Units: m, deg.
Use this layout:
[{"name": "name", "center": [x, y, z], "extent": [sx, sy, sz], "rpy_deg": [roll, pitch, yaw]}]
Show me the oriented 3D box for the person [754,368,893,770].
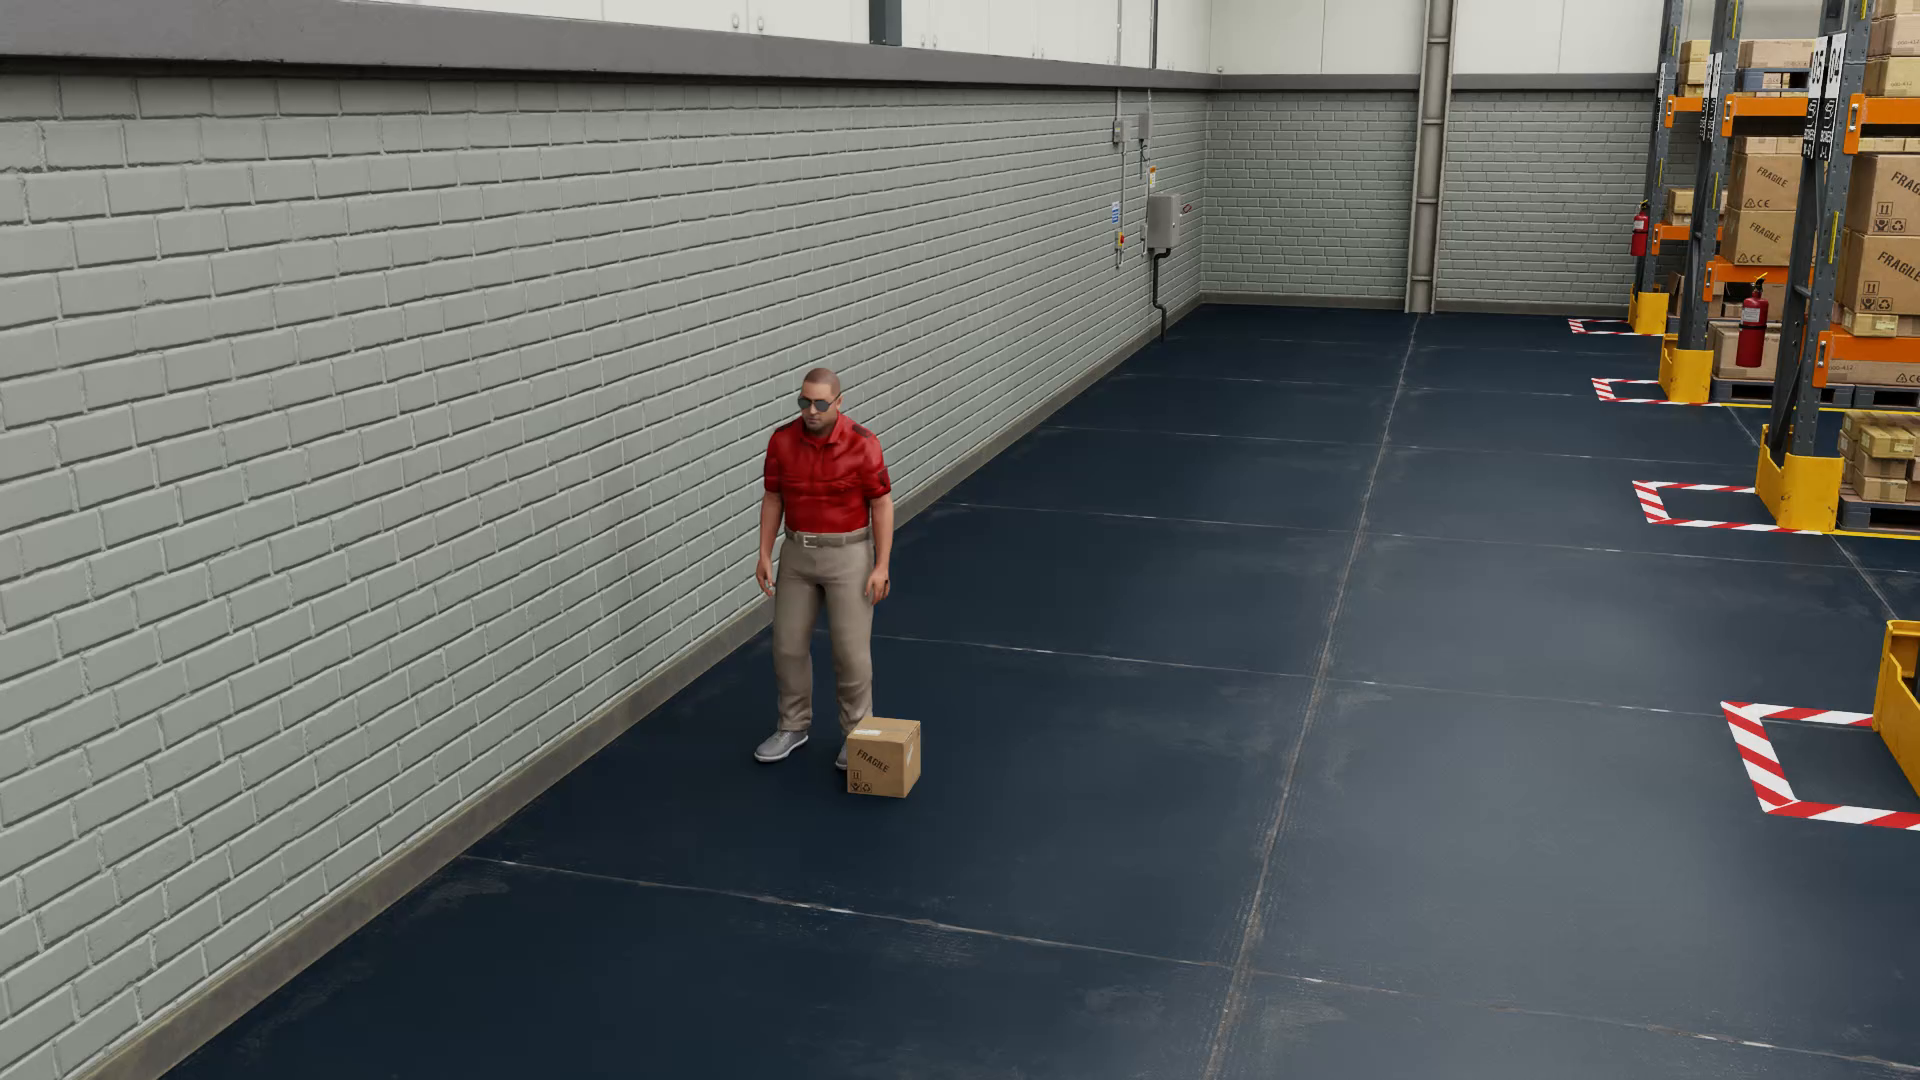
[{"name": "person", "center": [-0.580, 0.111, 7.127], "extent": [0.596, 1.727, 0.384], "rpy_deg": [4, 15, 15]}]
